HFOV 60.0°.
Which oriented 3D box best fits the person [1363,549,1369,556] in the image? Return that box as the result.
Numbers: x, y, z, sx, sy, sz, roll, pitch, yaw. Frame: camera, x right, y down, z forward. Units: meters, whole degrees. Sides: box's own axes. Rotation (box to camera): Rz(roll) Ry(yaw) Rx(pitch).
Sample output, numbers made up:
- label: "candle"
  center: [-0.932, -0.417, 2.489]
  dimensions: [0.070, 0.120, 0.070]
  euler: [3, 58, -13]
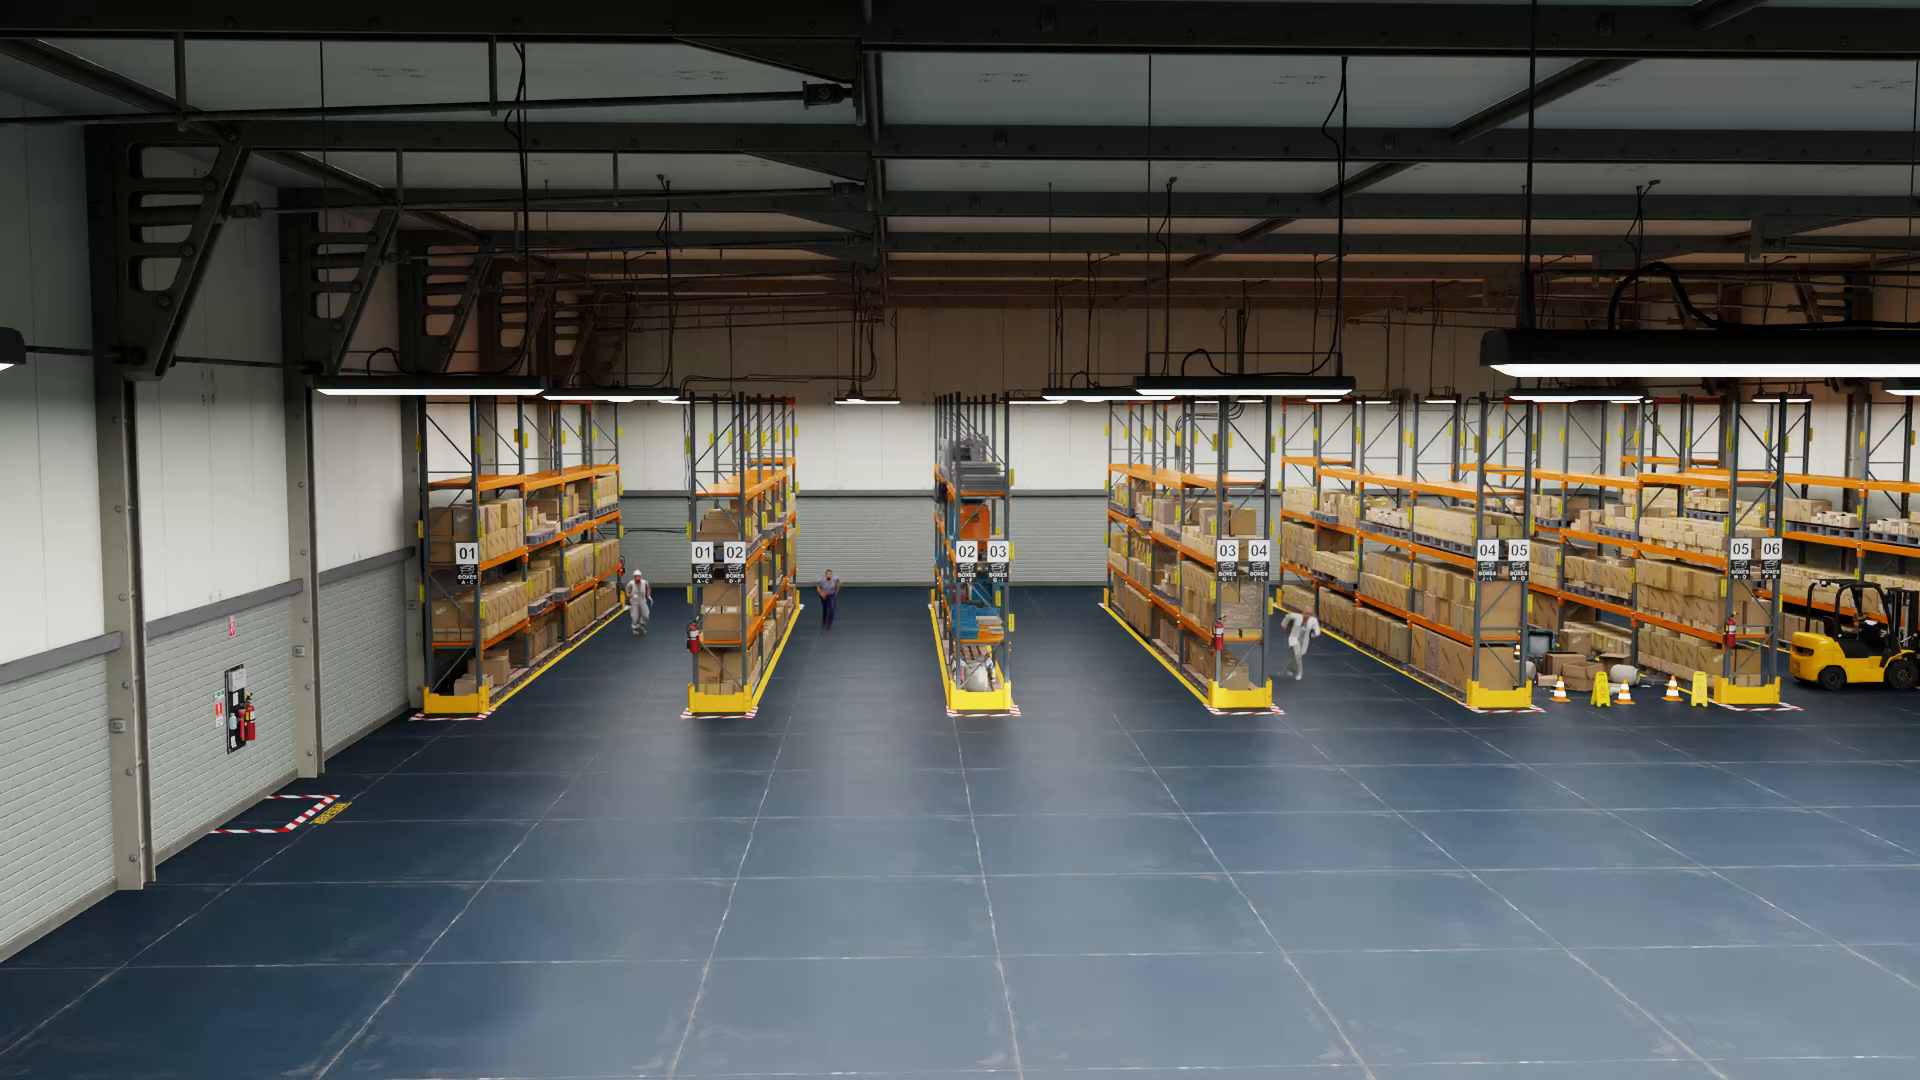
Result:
- label: "person"
  center: [11.633, 1.098, 47.314]
  dimensions: [0.610, 1.679, 0.901]
  euler: [-3, 5, -32]

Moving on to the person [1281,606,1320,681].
- label: "person"
  center: [7.123, 2.125, 34.754]
  dimensions: [0.670, 1.561, 1.213]
  euler: [-1, 5, -7]

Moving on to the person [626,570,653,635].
- label: "person"
  center: [-7.968, 1.550, 41.325]
  dimensions: [0.700, 1.623, 0.849]
  euler: [-2, 5, -21]

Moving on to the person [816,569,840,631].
- label: "person"
  center: [-3.413, 1.524, 42.921]
  dimensions: [0.628, 1.614, 0.955]
  euler: [-1, 5, -14]
